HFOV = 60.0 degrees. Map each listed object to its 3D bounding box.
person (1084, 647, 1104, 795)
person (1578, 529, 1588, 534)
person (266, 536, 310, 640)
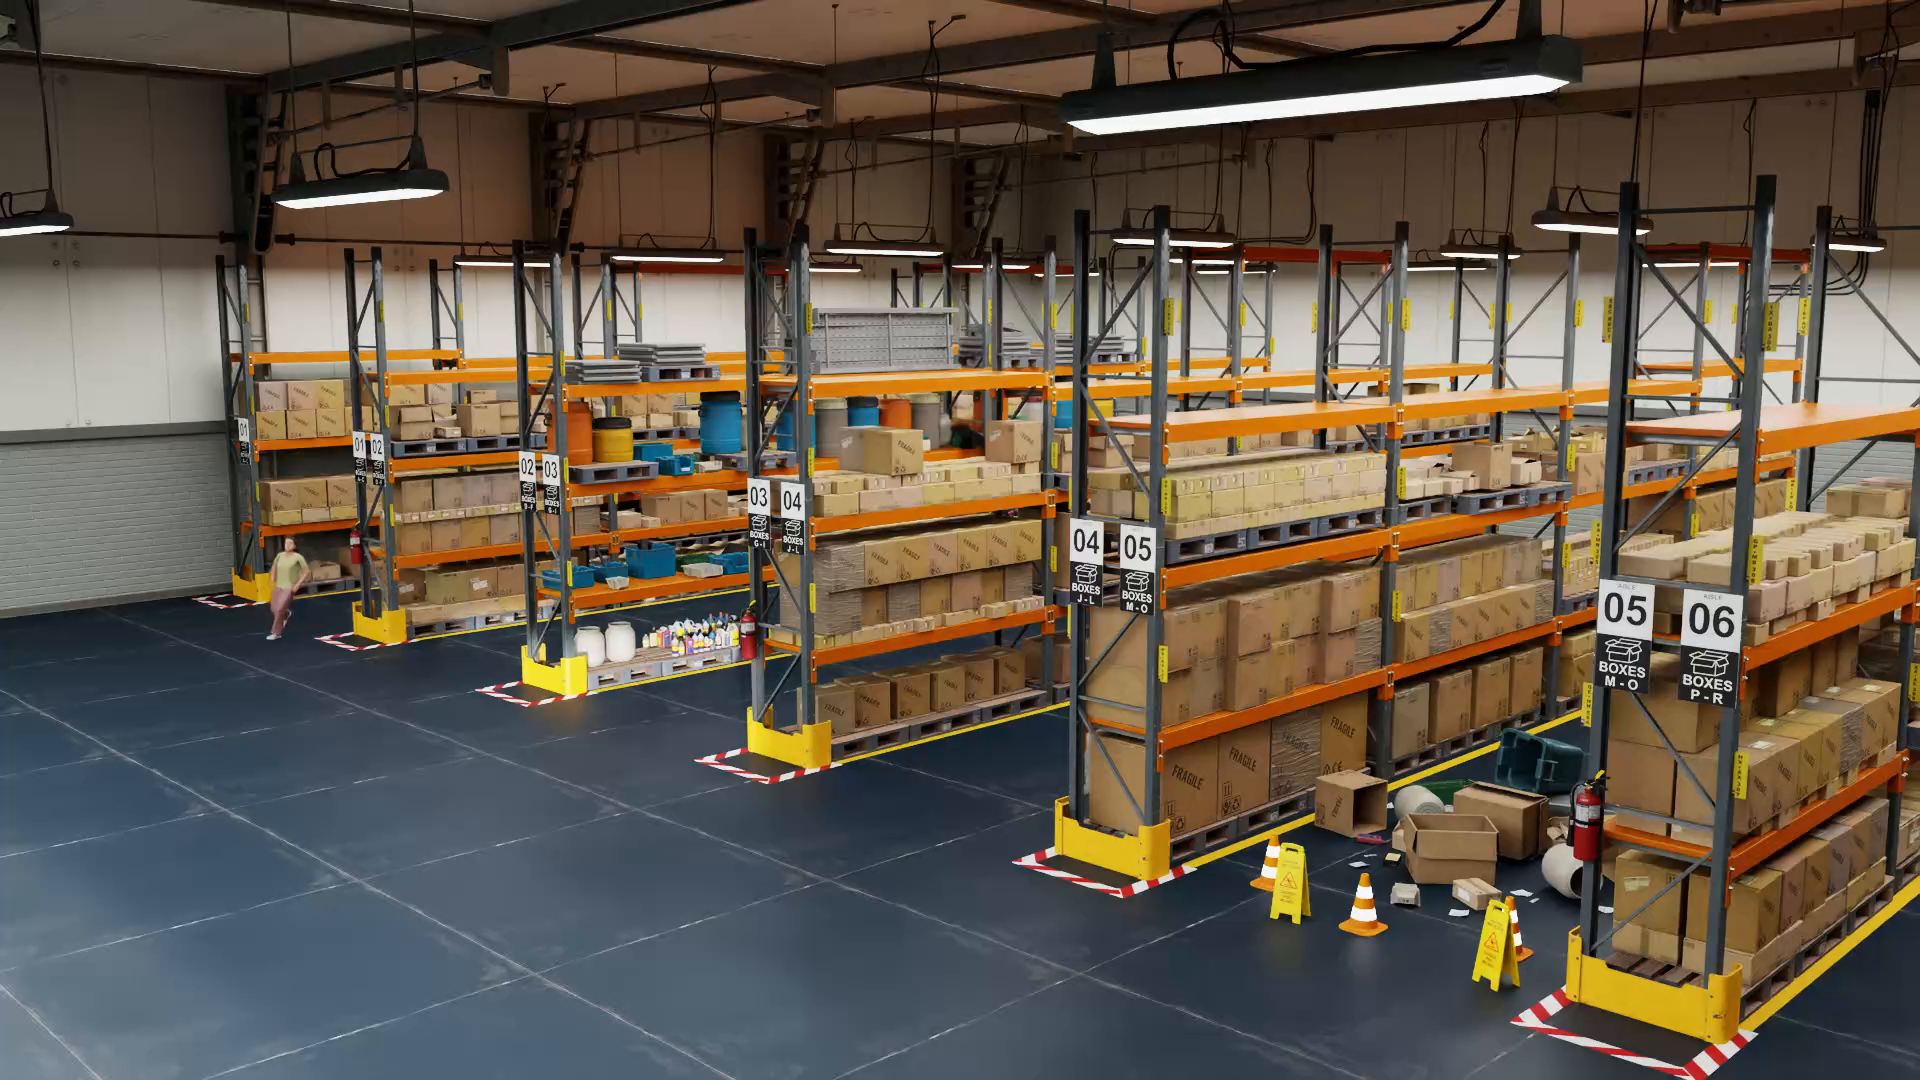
[{"bbox_3d":[1.533,1.869,17.745,0.732,1.652,0.617,-7,11,-42],"label":"person"},{"bbox_3d":[9.820,0.664,26.146,0.868,1.692,0.614,-8,11,-43],"label":"person"},{"bbox_3d":[-10.392,0.730,25.762,0.614,1.596,0.599,1,8,6],"label":"person"}]
